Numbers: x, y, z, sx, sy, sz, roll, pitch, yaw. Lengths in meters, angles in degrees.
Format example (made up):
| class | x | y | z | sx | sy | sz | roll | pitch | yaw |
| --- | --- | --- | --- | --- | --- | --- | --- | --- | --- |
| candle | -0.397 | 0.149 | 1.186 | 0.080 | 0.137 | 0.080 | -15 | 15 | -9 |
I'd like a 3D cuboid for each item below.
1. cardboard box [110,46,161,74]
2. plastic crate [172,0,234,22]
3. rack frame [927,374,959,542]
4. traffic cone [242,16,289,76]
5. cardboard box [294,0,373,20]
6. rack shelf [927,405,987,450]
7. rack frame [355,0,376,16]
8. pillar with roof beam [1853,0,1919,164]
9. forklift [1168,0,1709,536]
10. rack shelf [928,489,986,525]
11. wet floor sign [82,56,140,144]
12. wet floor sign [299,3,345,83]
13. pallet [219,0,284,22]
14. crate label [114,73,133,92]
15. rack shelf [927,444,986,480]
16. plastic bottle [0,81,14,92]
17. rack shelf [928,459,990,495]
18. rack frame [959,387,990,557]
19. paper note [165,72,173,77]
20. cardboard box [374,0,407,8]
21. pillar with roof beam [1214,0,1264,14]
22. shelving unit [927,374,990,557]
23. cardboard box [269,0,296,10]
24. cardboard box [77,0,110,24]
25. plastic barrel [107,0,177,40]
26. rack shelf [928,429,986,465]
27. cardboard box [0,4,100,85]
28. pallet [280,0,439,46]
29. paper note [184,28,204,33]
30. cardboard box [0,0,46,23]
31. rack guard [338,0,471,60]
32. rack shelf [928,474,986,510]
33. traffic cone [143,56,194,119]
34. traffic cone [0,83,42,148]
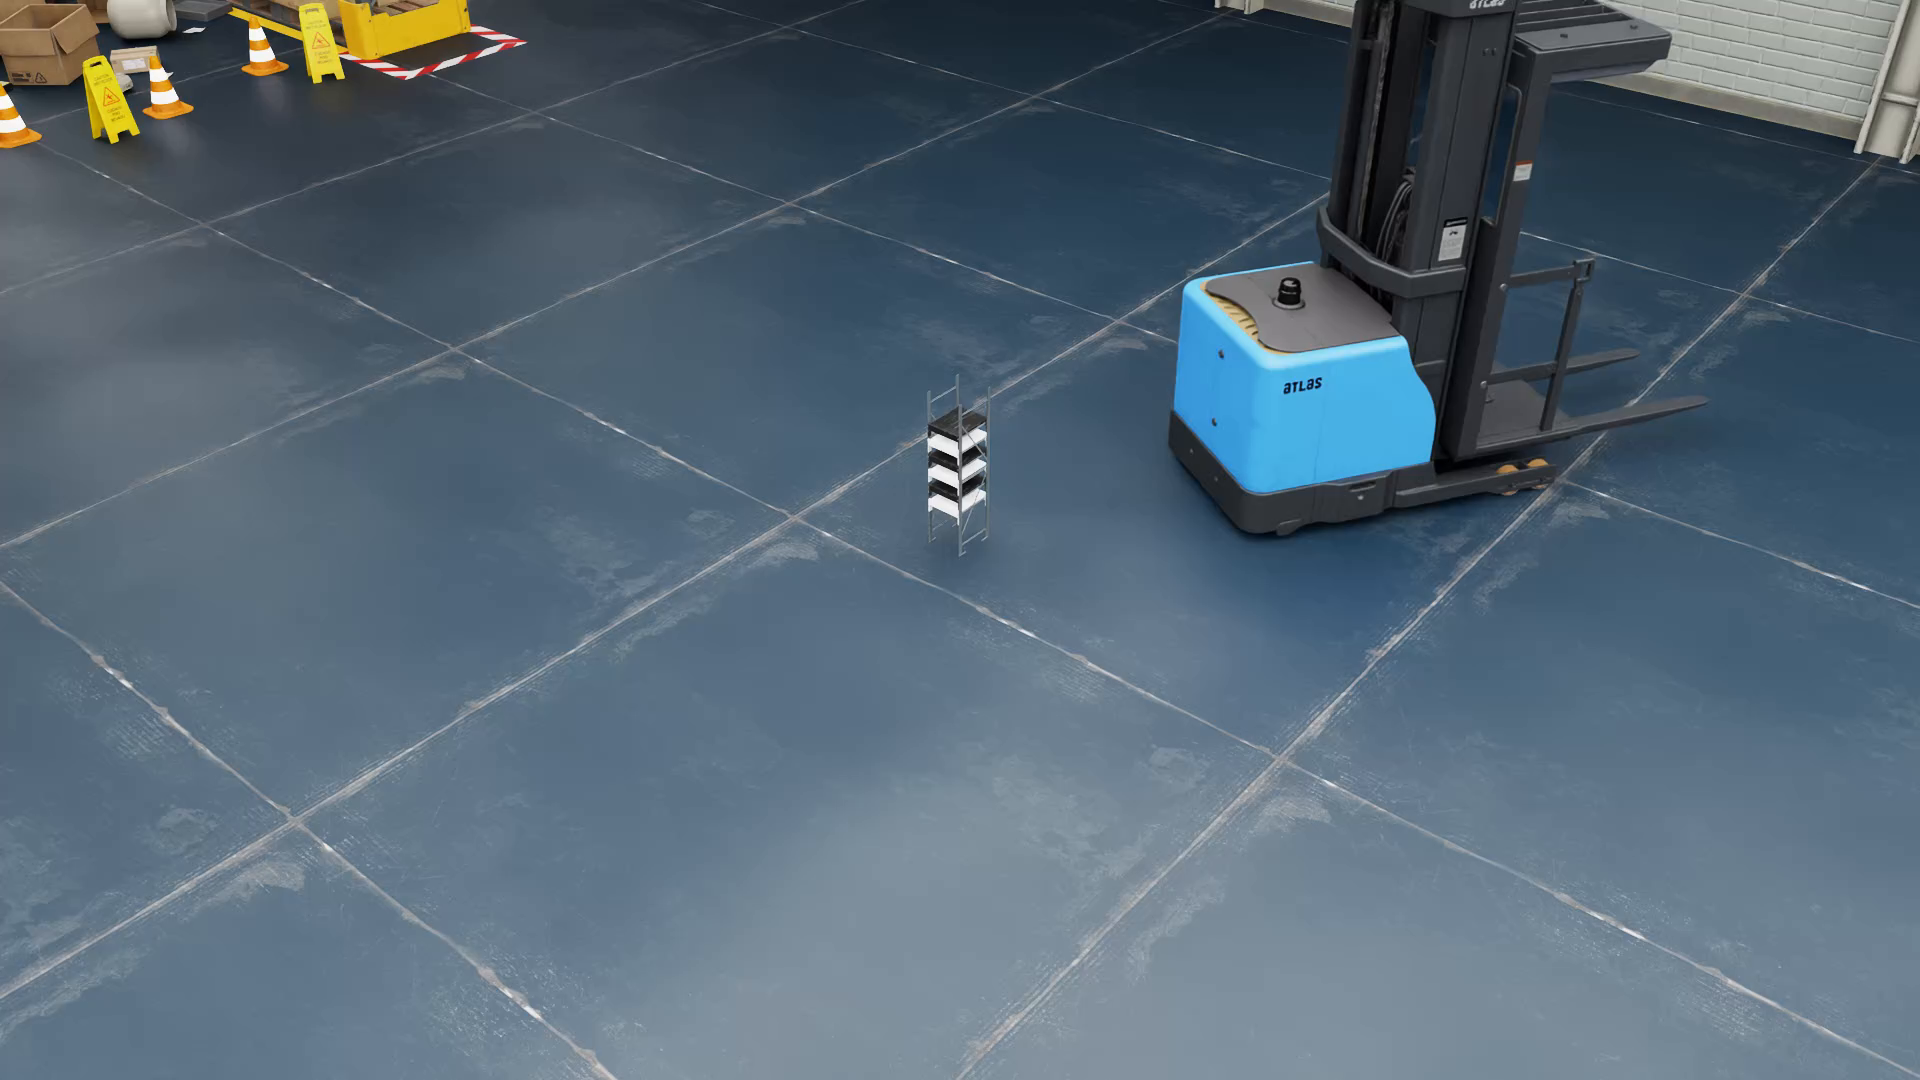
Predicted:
| class | x | y | z | sx | sy | sz | roll | pitch | yaw |
| --- | --- | --- | --- | --- | --- | --- | --- | --- | --- |
| cardboard box | -7.367 | -4.286 | 14.860 | 0.380 | 0.149 | 0.250 | -12 | 36 | -17 |
| plastic crate | -7.459 | -5.186 | 16.230 | 0.583 | 0.080 | 0.402 | 12 | 36 | 16 |
| rack frame | -0.084 | -0.411 | 8.553 | 0.006 | 0.900 | 0.240 | 25 | 42 | 32 |
| traffic cone | -6.223 | -4.414 | 14.769 | 0.334 | 0.463 | 0.336 | 25 | 42 | 32 |
| cardboard box | -5.879 | -5.090 | 15.570 | 0.500 | 0.250 | 0.500 | 25 | 42 | 32 |
| rack shelf | -0.006 | -0.569 | 8.366 | 0.200 | 0.077 | 0.258 | 25 | 42 | 32 |
| rack frame | -5.067 | -5.866 | 14.641 | 0.127 | 3.000 | 1.000 | 25 | 42 | 32 |
| pillar with roof beam | 4.615 | -4.924 | 7.971 | 0.400 | 9.000 | 9.100 | 25 | 42 | 32 |
| forklift | 2.751 | -1.723 | 8.669 | 3.031 | 2.935 | 1.130 | -11 | 36 | -15 |
| rack shelf | -0.006 | -0.198 | 8.620 | 0.200 | 0.077 | 0.258 | 25 | 42 | 32 |
| wet floor sign | -6.868 | -3.556 | 13.358 | 0.232 | 0.644 | 0.267 | 18 | 38 | 24 |
| wet floor sign | -5.606 | -4.361 | 14.530 | 0.267 | 0.644 | 0.232 | -18 | 38 | -25 |
| pallet | -6.661 | -5.495 | 16.565 | 1.213 | 0.211 | 1.003 | 25 | 42 | 32 |
| crate label | -7.316 | -3.932 | 14.354 | 0.298 | 0.136 | 0.250 | 6 | 35 | 8 |
| rack shelf | -0.006 | -0.421 | 8.467 | 0.200 | 0.077 | 0.258 | 25 | 42 | 32 |
| plastic bottle | -8.375 | -3.938 | 14.431 | 0.283 | 0.061 | 0.133 | 12 | 36 | 16 |
| rack shelf | -0.006 | -0.346 | 8.518 | 0.200 | 0.077 | 0.258 | 25 | 42 | 32 |
| rack frame | 0.072 | -0.337 | 8.446 | 0.006 | 0.900 | 0.240 | 25 | 42 | 32 |
| paper note | -7.067 | -4.118 | 14.719 | 0.142 | 0.019 | 0.148 | 12 | 36 | 16 |
| cardboard box | -5.510 | -5.318 | 15.902 | 0.500 | 0.250 | 0.500 | 25 | 42 | 31 |
| pillar with roof beam | 0.004 | -7.098 | 11.136 | 0.400 | 9.000 | 9.100 | 25 | 42 | 32 |
| shelving unit | -0.006 | -0.374 | 8.500 | 0.210 | 0.900 | 0.258 | 25 | 42 | 32 |
| cardboard box | -6.254 | -5.272 | 15.835 | 0.500 | 0.250 | 0.500 | 25 | 42 | 32 |
| cardboard box | -8.189 | -5.305 | 16.031 | 0.500 | 0.500 | 0.500 | -6 | 35 | -8 |
| plastic barrel | -7.623 | -4.893 | 15.501 | 0.512 | 0.421 | 0.421 | -6 | 35 | -8 |
| rack shelf | -0.006 | -0.495 | 8.417 | 0.200 | 0.077 | 0.258 | 25 | 42 | 32 |
| cardboard box | -8.037 | -4.371 | 14.671 | 0.637 | 0.503 | 0.797 | 0 | 34 | 0 |
| pallet | -5.727 | -5.053 | 15.922 | 1.213 | 0.211 | 1.003 | 25 | 42 | 32 |
| paper note | -7.262 | -4.840 | 15.771 | 0.148 | 0.019 | 0.142 | 12 | 36 | 16 |
| cardboard box | -8.761 | -4.762 | 15.120 | 0.503 | 0.637 | 0.797 | 25 | 42 | 32 |
| rack guard | -5.126 | -4.863 | 15.389 | 0.348 | 0.500 | 1.175 | 25 | 42 | 32 |
| rack shelf | -0.006 | -0.272 | 8.569 | 0.200 | 0.077 | 0.258 | 25 | 42 | 32 |
| traffic cone | -6.672 | -3.808 | 13.887 | 0.334 | 0.463 | 0.336 | 25 | 42 | 32 |
| traffic cone | -7.656 | -3.440 | 13.350 | 0.334 | 0.463 | 0.336 | 25 | 42 | 32 |
